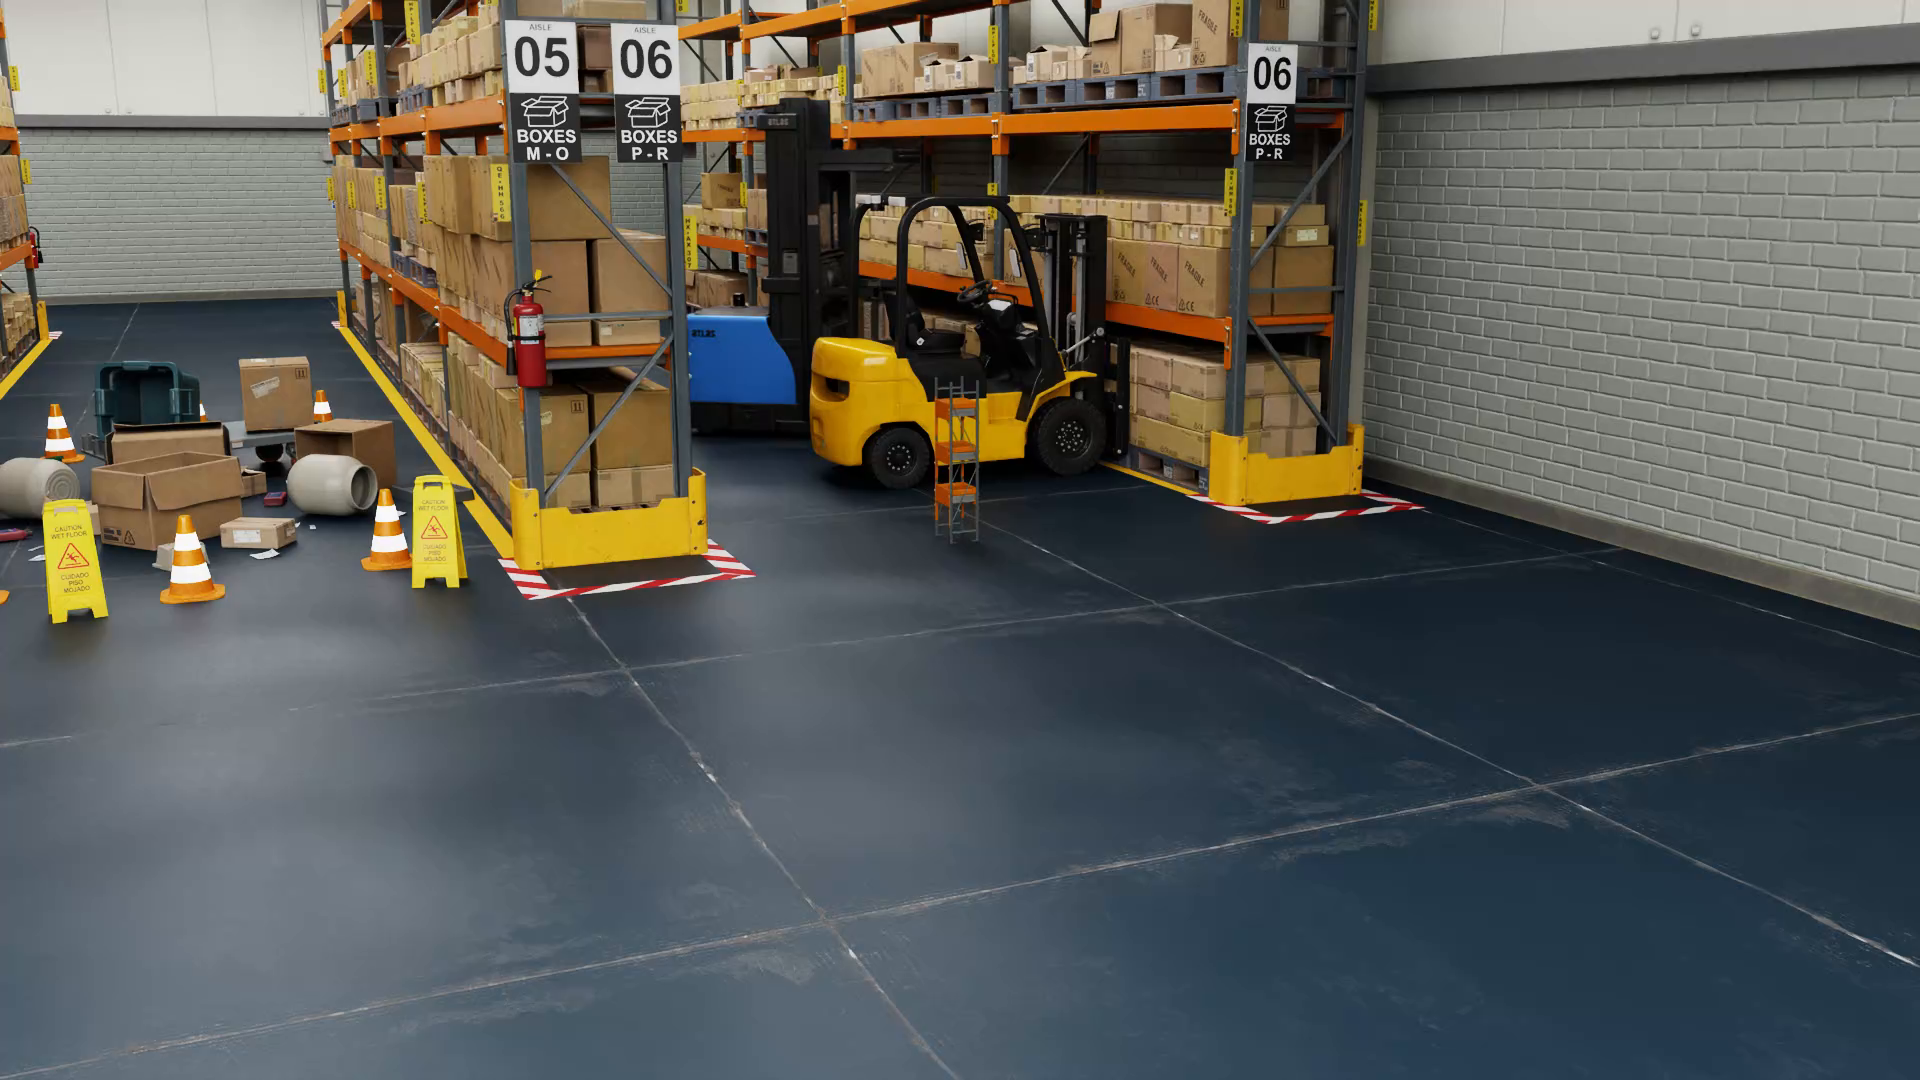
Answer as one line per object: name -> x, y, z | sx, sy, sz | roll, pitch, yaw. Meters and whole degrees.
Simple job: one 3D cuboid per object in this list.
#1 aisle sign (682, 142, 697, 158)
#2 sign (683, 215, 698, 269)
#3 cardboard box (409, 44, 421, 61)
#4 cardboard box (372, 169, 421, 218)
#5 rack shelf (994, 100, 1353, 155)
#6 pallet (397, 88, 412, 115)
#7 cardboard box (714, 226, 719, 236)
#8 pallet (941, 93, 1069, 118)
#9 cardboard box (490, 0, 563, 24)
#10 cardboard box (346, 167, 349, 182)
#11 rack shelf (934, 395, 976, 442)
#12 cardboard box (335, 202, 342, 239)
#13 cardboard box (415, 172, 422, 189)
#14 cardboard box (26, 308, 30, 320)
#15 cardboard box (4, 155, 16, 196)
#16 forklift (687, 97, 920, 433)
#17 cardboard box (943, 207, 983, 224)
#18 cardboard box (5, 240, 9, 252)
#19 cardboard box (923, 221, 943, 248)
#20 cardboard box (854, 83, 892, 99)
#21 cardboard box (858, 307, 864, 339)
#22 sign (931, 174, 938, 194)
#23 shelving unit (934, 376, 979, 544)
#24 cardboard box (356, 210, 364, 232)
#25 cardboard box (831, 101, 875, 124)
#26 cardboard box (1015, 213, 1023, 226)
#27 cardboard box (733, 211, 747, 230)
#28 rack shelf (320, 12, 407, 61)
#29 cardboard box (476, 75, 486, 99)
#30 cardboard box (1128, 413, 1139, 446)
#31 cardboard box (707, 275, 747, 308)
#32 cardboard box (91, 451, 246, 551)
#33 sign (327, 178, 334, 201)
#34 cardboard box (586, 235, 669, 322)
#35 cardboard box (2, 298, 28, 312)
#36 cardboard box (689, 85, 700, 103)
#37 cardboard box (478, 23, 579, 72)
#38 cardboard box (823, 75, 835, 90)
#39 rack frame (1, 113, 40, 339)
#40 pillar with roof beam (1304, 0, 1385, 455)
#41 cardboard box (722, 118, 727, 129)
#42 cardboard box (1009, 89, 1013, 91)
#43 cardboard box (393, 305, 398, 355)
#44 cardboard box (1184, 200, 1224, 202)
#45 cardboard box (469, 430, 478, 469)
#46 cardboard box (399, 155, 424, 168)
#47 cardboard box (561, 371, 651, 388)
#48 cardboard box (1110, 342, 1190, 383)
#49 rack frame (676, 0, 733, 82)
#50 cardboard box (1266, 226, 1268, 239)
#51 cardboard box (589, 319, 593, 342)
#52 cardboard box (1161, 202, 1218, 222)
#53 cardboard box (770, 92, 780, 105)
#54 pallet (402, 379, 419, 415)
aisle sign -> -4.310, -6.354, 25.905 | 0.394, 0.787, 0.004 | -6, 14, -23
sign -> -1.654, -1.816, 10.143 | 0.100, 0.325, 0.005 | -6, 14, -23
cardboard box -> -4.531, -4.325, 14.544 | 0.500, 0.250, 0.500 | -5, 14, -22
cardboard box -> -6.016, -3.722, 17.860 | 0.500, 0.500, 0.500 | -5, 14, -22
rack shelf -> 1.594, -3.318, 13.497 | 1.077, 0.370, 4.000 | -6, 14, -23
pallet -> -4.322, -3.892, 14.800 | 1.213, 0.211, 1.003 | -6, 14, -23
cardboard box -> -3.373, -4.514, 24.280 | 0.380, 0.149, 0.250 | -6, 14, -23
pallet -> 0.428, -4.170, 16.005 | 0.805, 0.209, 1.217 | -6, 14, -25
cardboard box -> -2.557, -3.116, 9.816 | 0.380, 0.149, 0.250 | -5, 14, -22
cardboard box -> -7.596, -4.538, 21.386 | 0.500, 0.500, 0.500 | -6, 14, -24
rack shelf -> -0.021, -0.789, 10.738 | 0.215, 0.259, 0.240 | -6, 14, -23
cardboard box -> -8.631, -4.574, 23.760 | 0.500, 0.500, 0.500 | -6, 14, -23
cardboard box -> -4.565, -3.156, 14.604 | 0.380, 0.149, 0.250 | -6, 14, -25
cardboard box -> -12.373, -2.953, 21.707 | 0.380, 0.149, 0.250 | -6, 14, -25
cardboard box -> -12.225, -4.580, 20.907 | 0.500, 0.500, 0.500 | -5, 14, -20
forklift -> -0.905, -2.415, 14.803 | 3.031, 2.935, 1.130 | 2, 13, 10
cardboard box -> 0.056, -3.185, 16.319 | 0.380, 0.149, 0.250 | -6, 14, -25
cardboard box -> -11.839, -3.590, 20.284 | 0.380, 0.149, 0.250 | -5, 14, -20
cardboard box -> -0.050, -3.081, 16.754 | 0.500, 0.250, 0.500 | -5, 14, -22
cardboard box -> -0.948, -4.948, 18.310 | 0.380, 0.166, 0.250 | -6, 14, -23
cardboard box -> -1.176, -2.502, 19.639 | 0.500, 0.500, 0.500 | -5, 14, -21
sign -> -0.302, -4.062, 19.199 | 0.100, 0.325, 0.005 | -6, 14, -23
shelving unit -> -0.021, -0.523, 10.799 | 0.215, 1.050, 0.252 | -6, 14, -23
cardboard box -> -7.040, -3.878, 20.198 | 0.500, 0.250, 0.500 | -6, 14, -25
cardboard box -> -1.237, -4.919, 19.153 | 0.500, 0.250, 0.500 | -6, 14, -25
cardboard box -> 0.680, -2.896, 15.068 | 0.380, 0.149, 0.250 | -6, 14, -24
cardboard box -> -2.839, -4.428, 23.024 | 0.500, 0.250, 0.500 | -5, 14, -22
rack shelf -> -7.759, -6.615, 21.976 | 1.077, 0.370, 4.000 | -6, 14, -23
cardboard box -> -2.939, -2.944, 10.844 | 0.380, 0.149, 0.250 | -6, 14, -23
cardboard box -> 1.535, -0.935, 13.426 | 0.500, 0.250, 0.500 | -5, 14, -22
cardboard box -> -3.429, -3.653, 24.614 | 0.500, 0.500, 0.500 | -5, 14, -22
cardboard box -> -5.175, -0.263, 10.890 | 0.637, 0.503, 0.797 | 6, 14, 26
sign -> -9.071, -5.062, 23.994 | 0.100, 0.325, 0.005 | -6, 14, -23
cardboard box -> -2.087, -1.662, 10.515 | 0.500, 0.500, 0.500 | -6, 14, -24
cardboard box -> -12.139, -2.993, 21.220 | 0.380, 0.149, 0.250 | -5, 14, -21
cardboard box -> -3.666, -6.553, 24.442 | 0.500, 0.250, 0.500 | -6, 14, -24
cardboard box -> -2.603, -2.960, 10.025 | 0.500, 0.250, 0.500 | -6, 14, -24
cardboard box -> -1.380, -5.333, 19.396 | 0.380, 0.149, 0.250 | -6, 14, -25
rack frame -> -13.056, -4.183, 22.289 | 1.000, 3.000, 0.127 | -6, 14, -23
pillar with roof beam -> -1.002, -4.553, 10.586 | 9.100, 9.000, 0.400 | -6, 14, -23
cardboard box -> -3.115, -5.818, 23.261 | 0.380, 0.149, 0.250 | -6, 14, -23
cardboard box -> 0.633, -4.406, 16.006 | 0.380, 0.149, 0.250 | -6, 14, -23
cardboard box -> -5.910, -2.502, 18.809 | 0.875, 0.875, 0.875 | -5, 14, -22
cardboard box -> 2.035, -2.671, 13.436 | 0.380, 0.149, 0.250 | -6, 14, -24
cardboard box -> -3.326, -0.671, 12.285 | 0.500, 0.250, 0.500 | -6, 14, -24
cardboard box -> -6.847, -4.765, 20.927 | 0.380, 0.149, 0.250 | -6, 14, -24
cardboard box -> -2.445, -0.879, 11.521 | 0.500, 0.500, 0.500 | -6, 14, -25
cardboard box -> 1.504, -1.421, 13.308 | 0.500, 0.250, 0.500 | -5, 14, -22
rack frame -> -4.014, -8.022, 25.575 | 1.000, 3.000, 0.127 | -6, 14, -23
cardboard box -> 2.340, -2.298, 12.484 | 0.380, 0.149, 0.250 | -6, 14, -23
cardboard box -> -2.212, -1.362, 10.661 | 0.380, 0.149, 0.250 | -5, 14, -22
cardboard box -> 1.770, -2.517, 12.771 | 0.380, 0.149, 0.250 | -6, 14, -23
cardboard box -> -2.152, -5.504, 20.750 | 0.380, 0.149, 0.250 | -5, 14, -22
pallet -> -5.044, -1.478, 16.786 | 1.003, 0.211, 1.213 | -6, 14, -23
